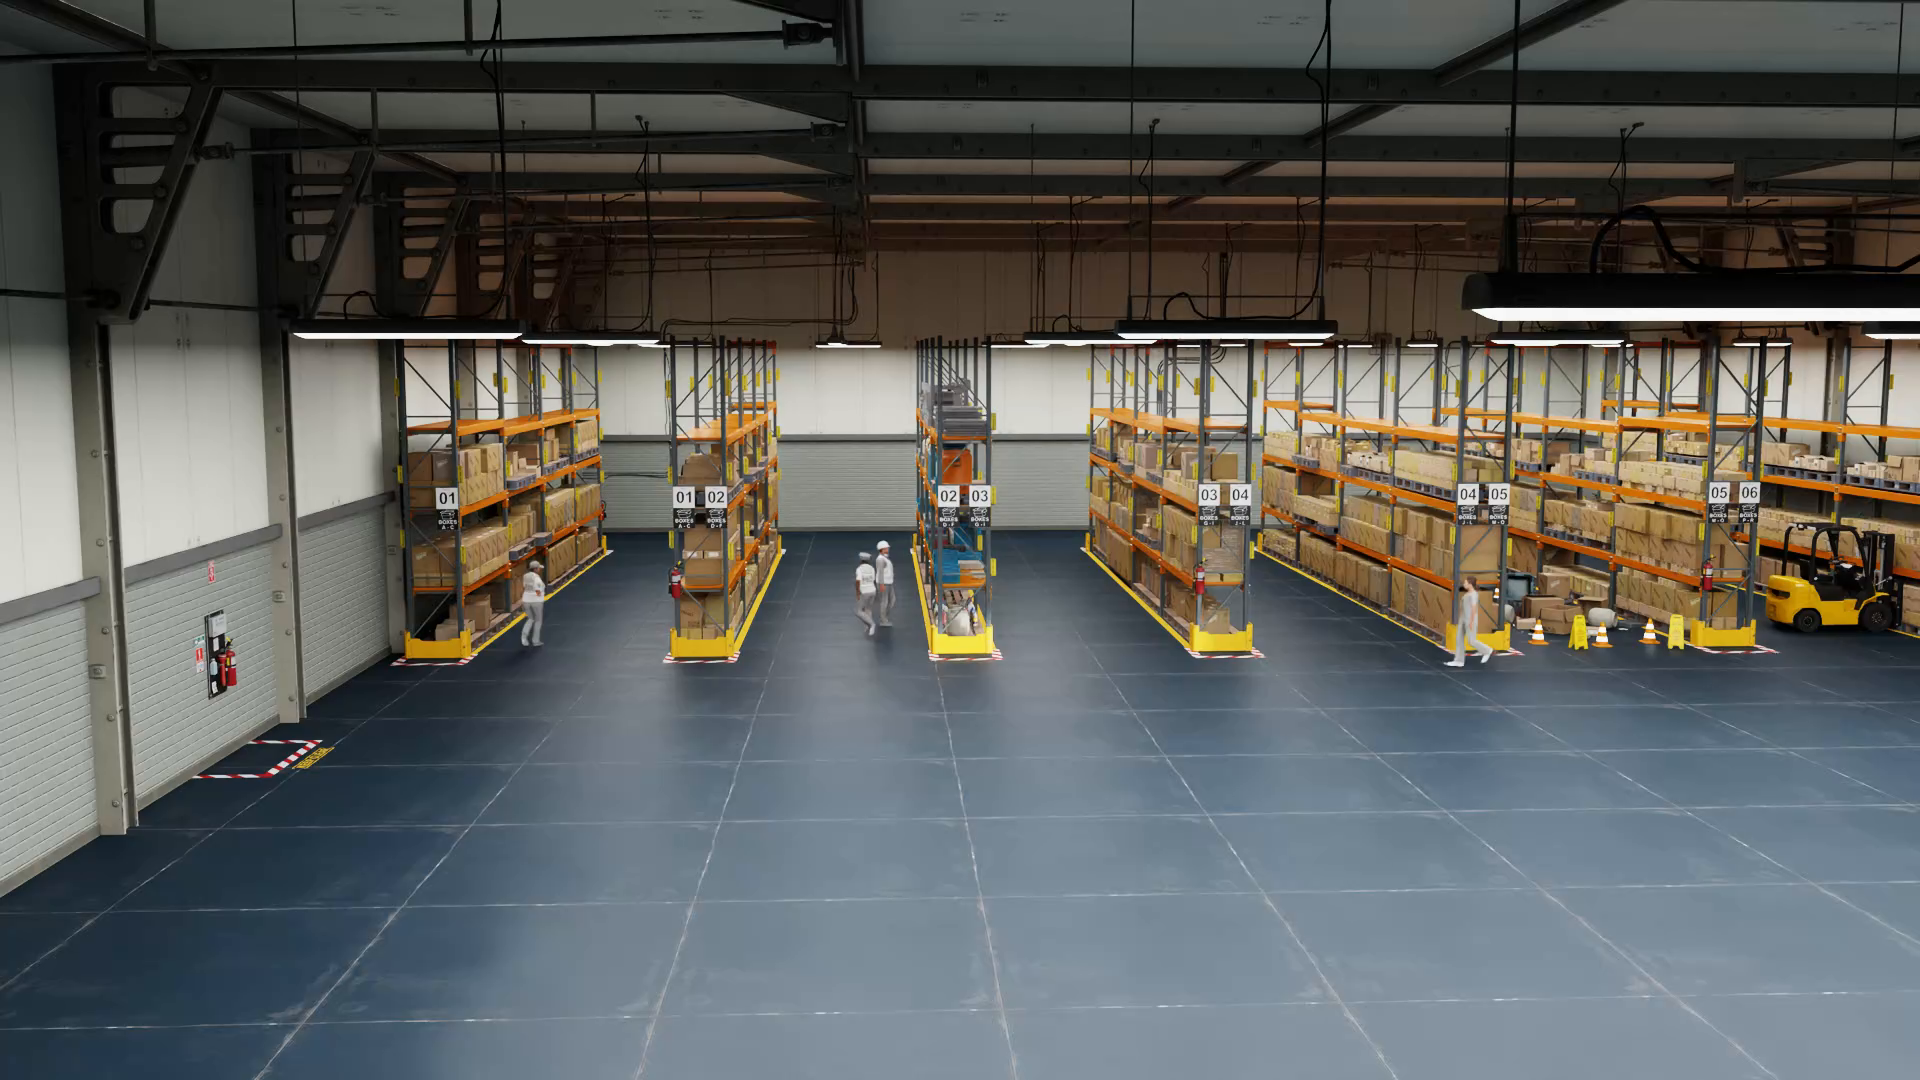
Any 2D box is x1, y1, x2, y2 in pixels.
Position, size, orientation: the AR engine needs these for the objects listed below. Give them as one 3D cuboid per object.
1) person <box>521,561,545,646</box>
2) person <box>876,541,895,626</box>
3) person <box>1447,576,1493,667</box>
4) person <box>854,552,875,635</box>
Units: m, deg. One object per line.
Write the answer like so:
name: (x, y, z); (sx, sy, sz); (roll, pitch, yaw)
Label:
person: (-8.269, 1.233, 32.217); (0.492, 1.654, 0.505); (3, 7, 22)
person: (-1.564, 0.920, 34.704); (0.376, 1.800, 0.593); (1, 7, 9)
person: (9.252, 1.477, 30.153); (0.731, 1.655, 0.435); (-3, 7, -21)
person: (-1.871, 1.099, 33.378); (0.521, 1.653, 0.495); (5, 8, 39)
